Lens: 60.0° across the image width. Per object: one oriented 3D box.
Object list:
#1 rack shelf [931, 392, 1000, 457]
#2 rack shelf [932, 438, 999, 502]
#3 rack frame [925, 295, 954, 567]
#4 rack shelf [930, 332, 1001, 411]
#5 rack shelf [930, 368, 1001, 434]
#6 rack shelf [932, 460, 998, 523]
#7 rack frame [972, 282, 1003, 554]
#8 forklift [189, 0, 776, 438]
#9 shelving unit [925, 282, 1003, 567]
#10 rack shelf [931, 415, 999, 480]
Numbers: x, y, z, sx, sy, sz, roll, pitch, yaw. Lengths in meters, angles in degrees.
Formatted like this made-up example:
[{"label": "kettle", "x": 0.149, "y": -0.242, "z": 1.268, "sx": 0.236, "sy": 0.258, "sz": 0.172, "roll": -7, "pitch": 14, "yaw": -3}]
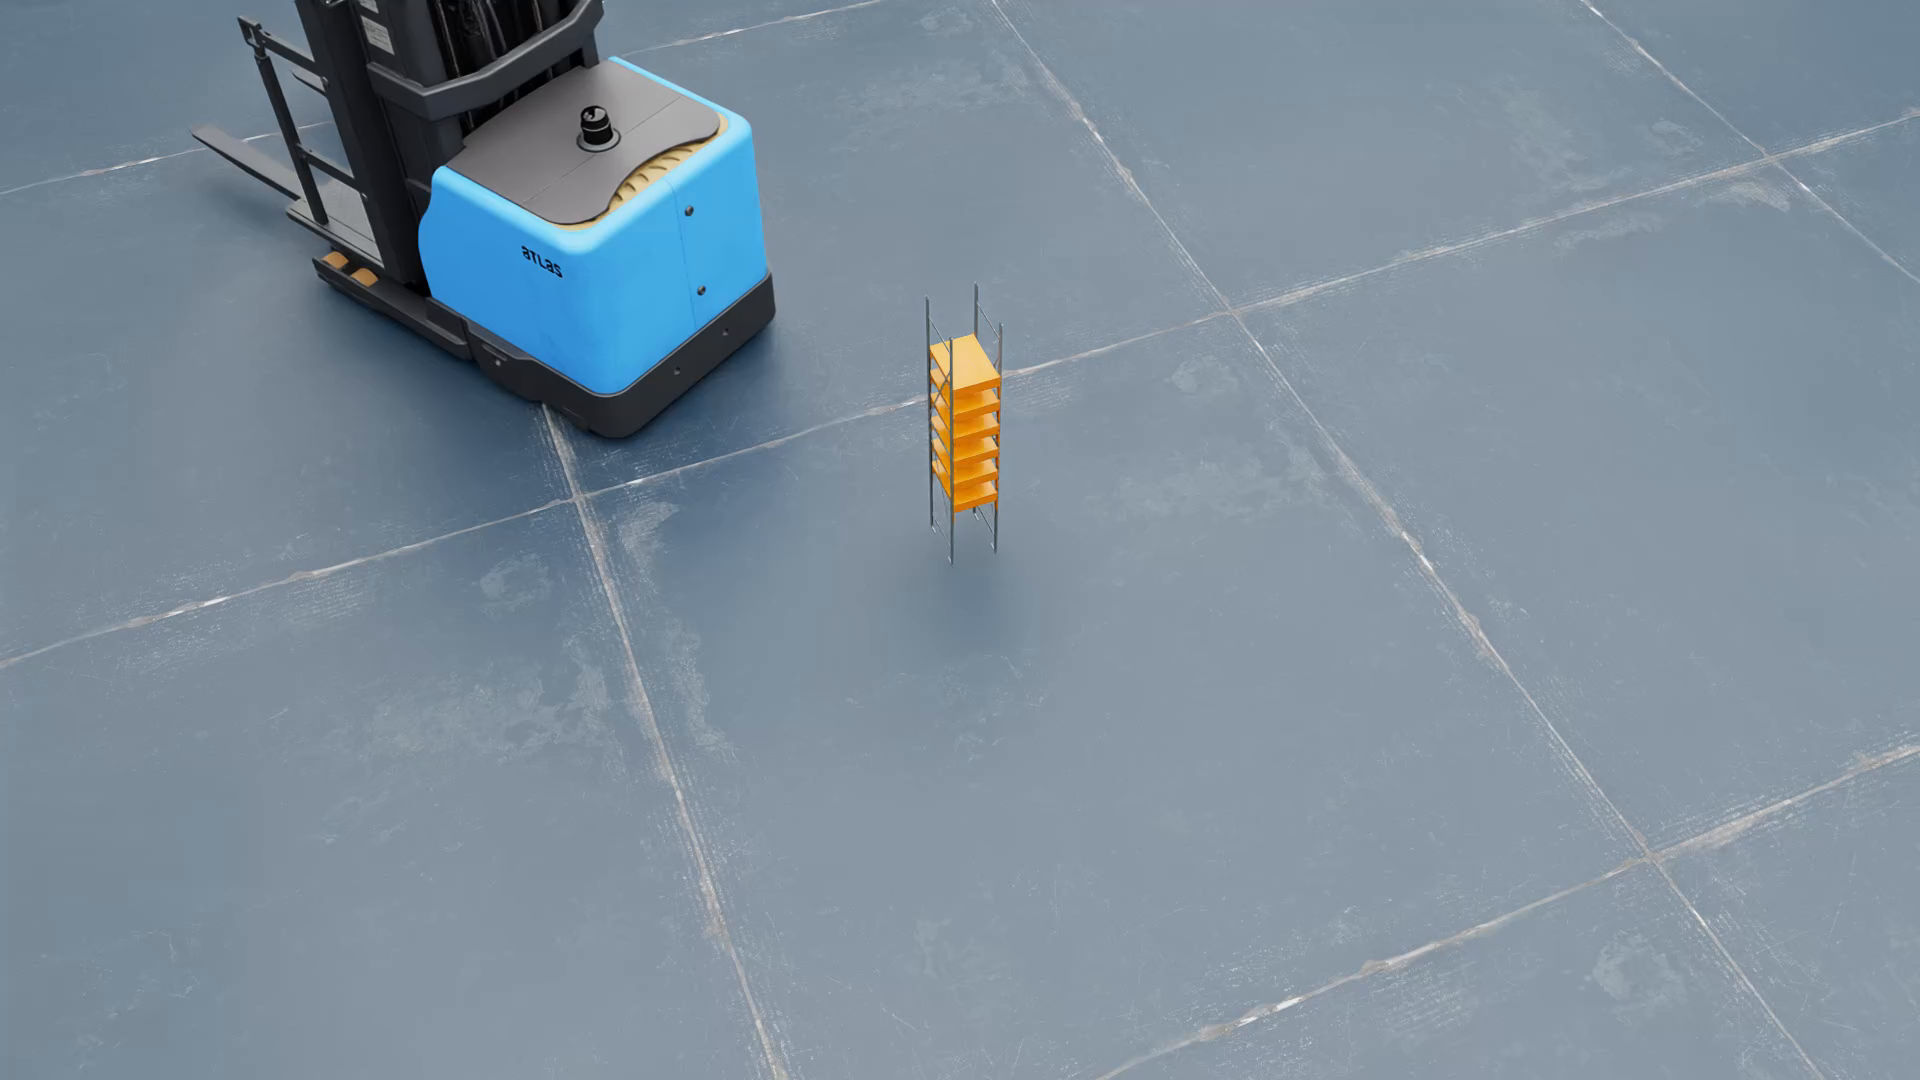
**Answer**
[{"label": "rack shelf", "x": 0.013, "y": -0.444, "z": 6.082, "sx": 0.180, "sy": 0.103, "sz": 0.258, "roll": -17, "pitch": 52, "yaw": -14}, {"label": "rack shelf", "x": 0.013, "y": -0.288, "z": 6.264, "sx": 0.180, "sy": 0.103, "sz": 0.258, "roll": -17, "pitch": 52, "yaw": -14}, {"label": "rack frame", "x": -0.071, "y": -0.369, "z": 6.117, "sx": 0.006, "sy": 1.200, "sz": 0.240, "roll": -17, "pitch": 52, "yaw": -14}, {"label": "rack shelf", "x": 0.013, "y": -0.601, "z": 5.900, "sx": 0.180, "sy": 0.103, "sz": 0.258, "roll": -17, "pitch": 52, "yaw": -14}, {"label": "rack shelf", "x": 0.013, "y": -0.522, "z": 5.991, "sx": 0.180, "sy": 0.103, "sz": 0.258, "roll": -17, "pitch": 52, "yaw": -14}, {"label": "rack shelf", "x": 0.013, "y": -0.210, "z": 6.355, "sx": 0.180, "sy": 0.103, "sz": 0.258, "roll": -17, "pitch": 52, "yaw": -14}, {"label": "rack frame", "x": 0.098, "y": -0.421, "z": 6.162, "sx": 0.006, "sy": 1.200, "sz": 0.240, "roll": -17, "pitch": 52, "yaw": -14}, {"label": "forklift", "x": -2.299, "y": -2.302, "z": 6.636, "sx": 3.031, "sy": 2.935, "sz": 1.130, "roll": 30, "pitch": 56, "yaw": 23}, {"label": "shelving unit", "x": 0.013, "y": -0.395, "z": 6.139, "sx": 0.189, "sy": 1.200, "sz": 0.258, "roll": -17, "pitch": 52, "yaw": -14}, {"label": "rack shelf", "x": 0.013, "y": -0.366, "z": 6.173, "sx": 0.180, "sy": 0.103, "sz": 0.258, "roll": -17, "pitch": 52, "yaw": -14}]
